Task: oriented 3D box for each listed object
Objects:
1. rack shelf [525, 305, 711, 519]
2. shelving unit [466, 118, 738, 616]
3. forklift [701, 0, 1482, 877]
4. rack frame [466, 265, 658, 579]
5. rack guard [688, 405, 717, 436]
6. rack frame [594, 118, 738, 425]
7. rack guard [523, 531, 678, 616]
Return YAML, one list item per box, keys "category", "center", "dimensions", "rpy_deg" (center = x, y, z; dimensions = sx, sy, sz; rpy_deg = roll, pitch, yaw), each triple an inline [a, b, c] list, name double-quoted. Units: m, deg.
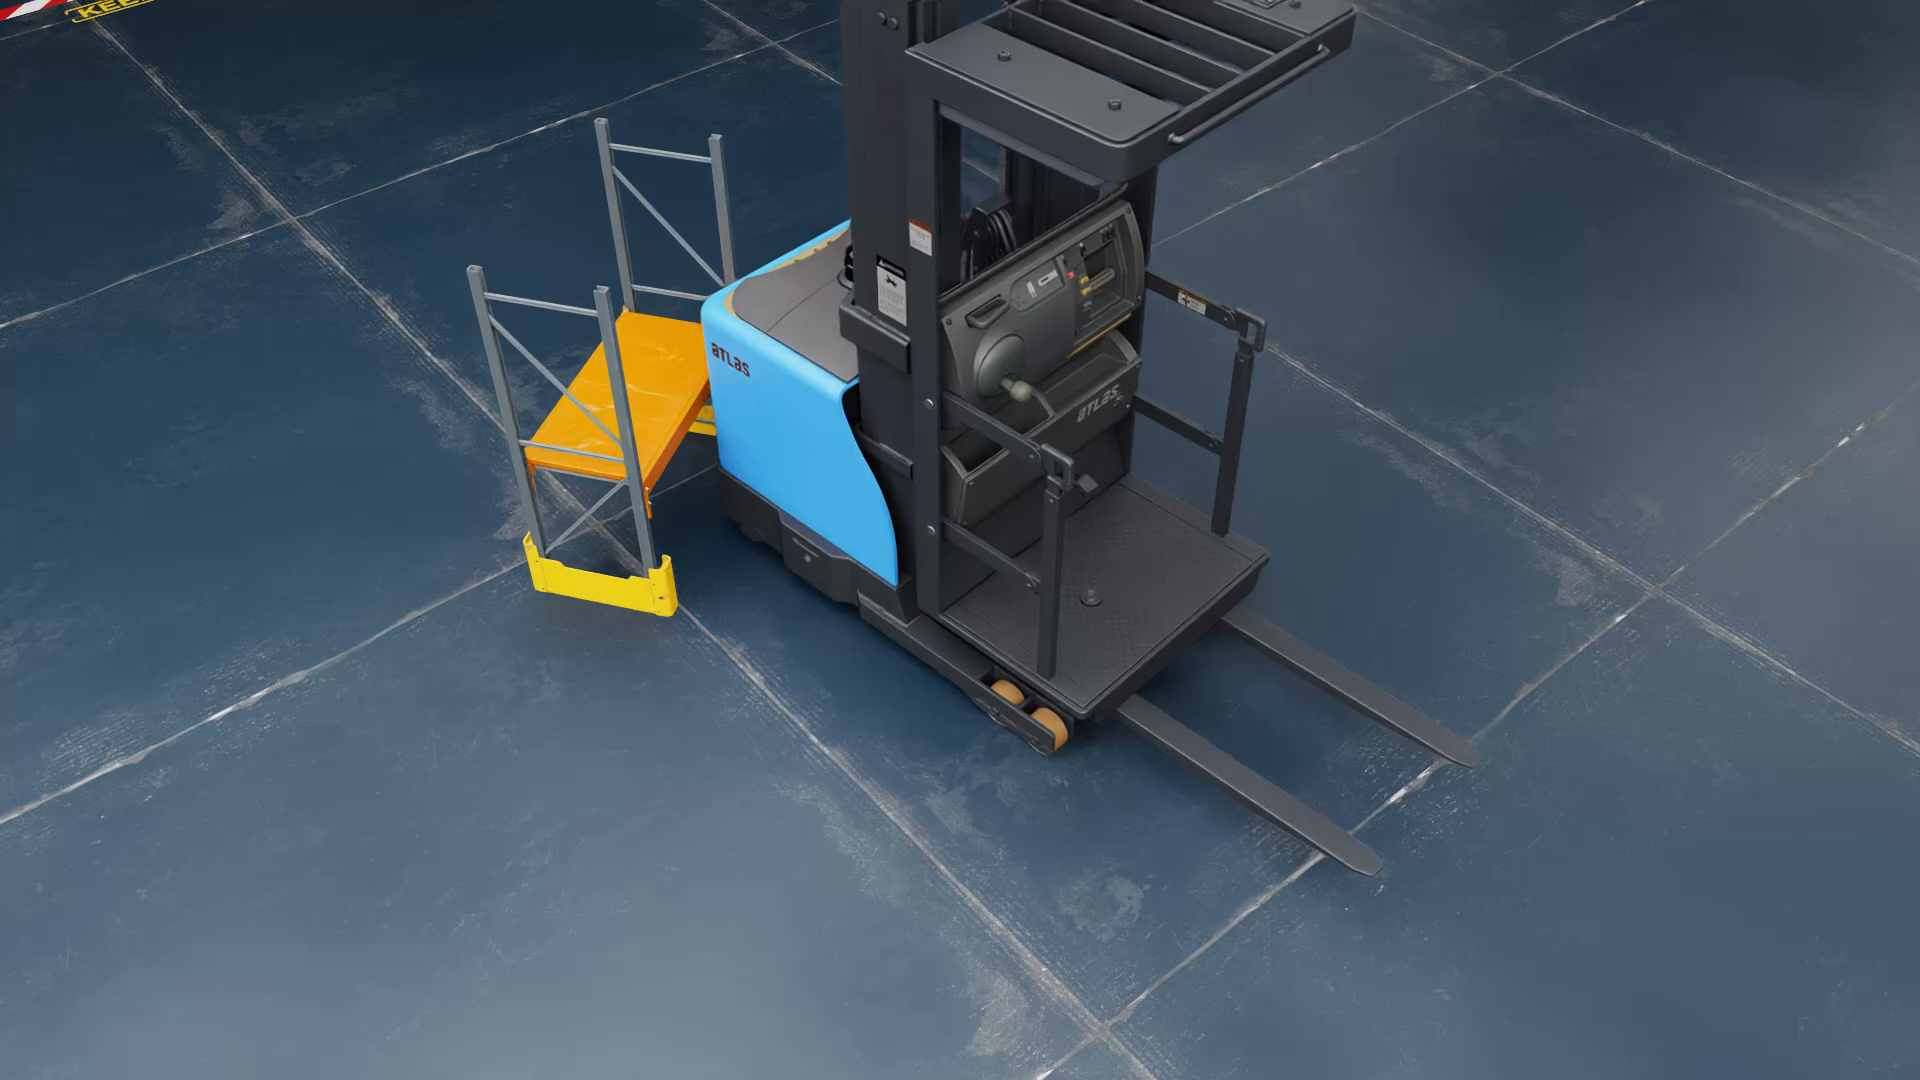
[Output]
- category: "rack shelf"
  center: [-1.259, -0.519, 6.470]
  dimensions: [0.538, 0.185, 1.000]
  rpy_deg: [11, 44, 11]
- category: "shelving unit"
  center: [-1.257, -0.656, 6.353]
  dimensions: [0.587, 1.500, 1.083]
  rpy_deg: [11, 44, 11]
- category: "forklift"
  center: [0.442, -0.712, 5.367]
  dimensions: [3.031, 2.935, 1.130]
  rpy_deg: [33, 52, 30]
- category: "rack frame"
  center: [-1.393, -0.314, 5.989]
  dimensions: [0.500, 1.500, 0.032]
  rpy_deg: [11, 44, 11]
- category: "rack guard"
  center: [-1.126, -0.530, 7.131]
  dimensions: [0.587, 0.250, 0.087]
  rpy_deg: [11, 44, 11]
- category: "rack frame"
  center: [-1.126, -0.986, 6.704]
  dimensions: [0.500, 1.500, 0.032]
  rpy_deg: [11, 44, 11]
- category: "rack guard"
  center: [-1.387, 0.128, 6.431]
  dimensions: [0.587, 0.250, 0.087]
  rpy_deg: [11, 44, 11]
